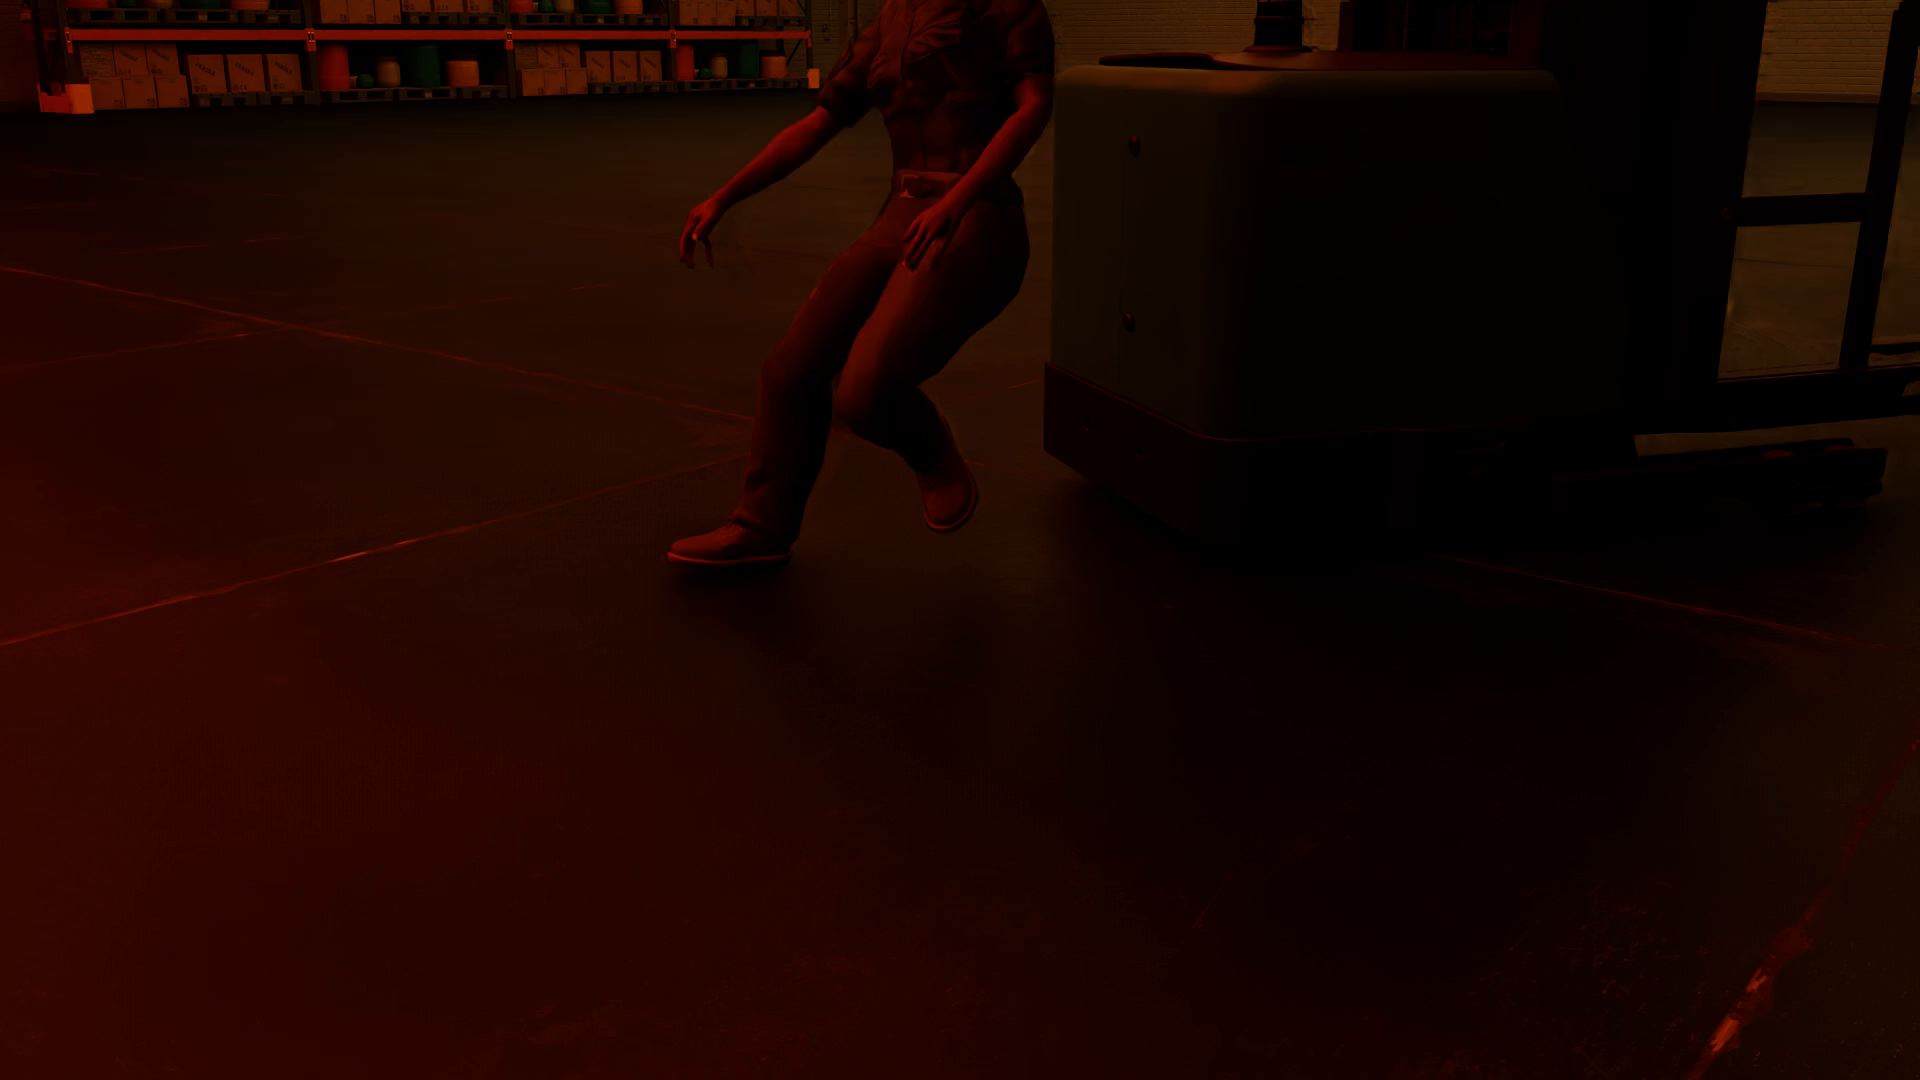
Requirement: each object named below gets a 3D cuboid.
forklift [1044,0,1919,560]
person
[{"bbox_3d":[1.801,-1.599,4.163,3.031,2.935,1.130,-6,18,-18],"label":"forklift"},{"bbox_3d":[-0.210,-0.619,3.353,0.626,1.522,0.724,-11,20,-32],"label":"person"}]
